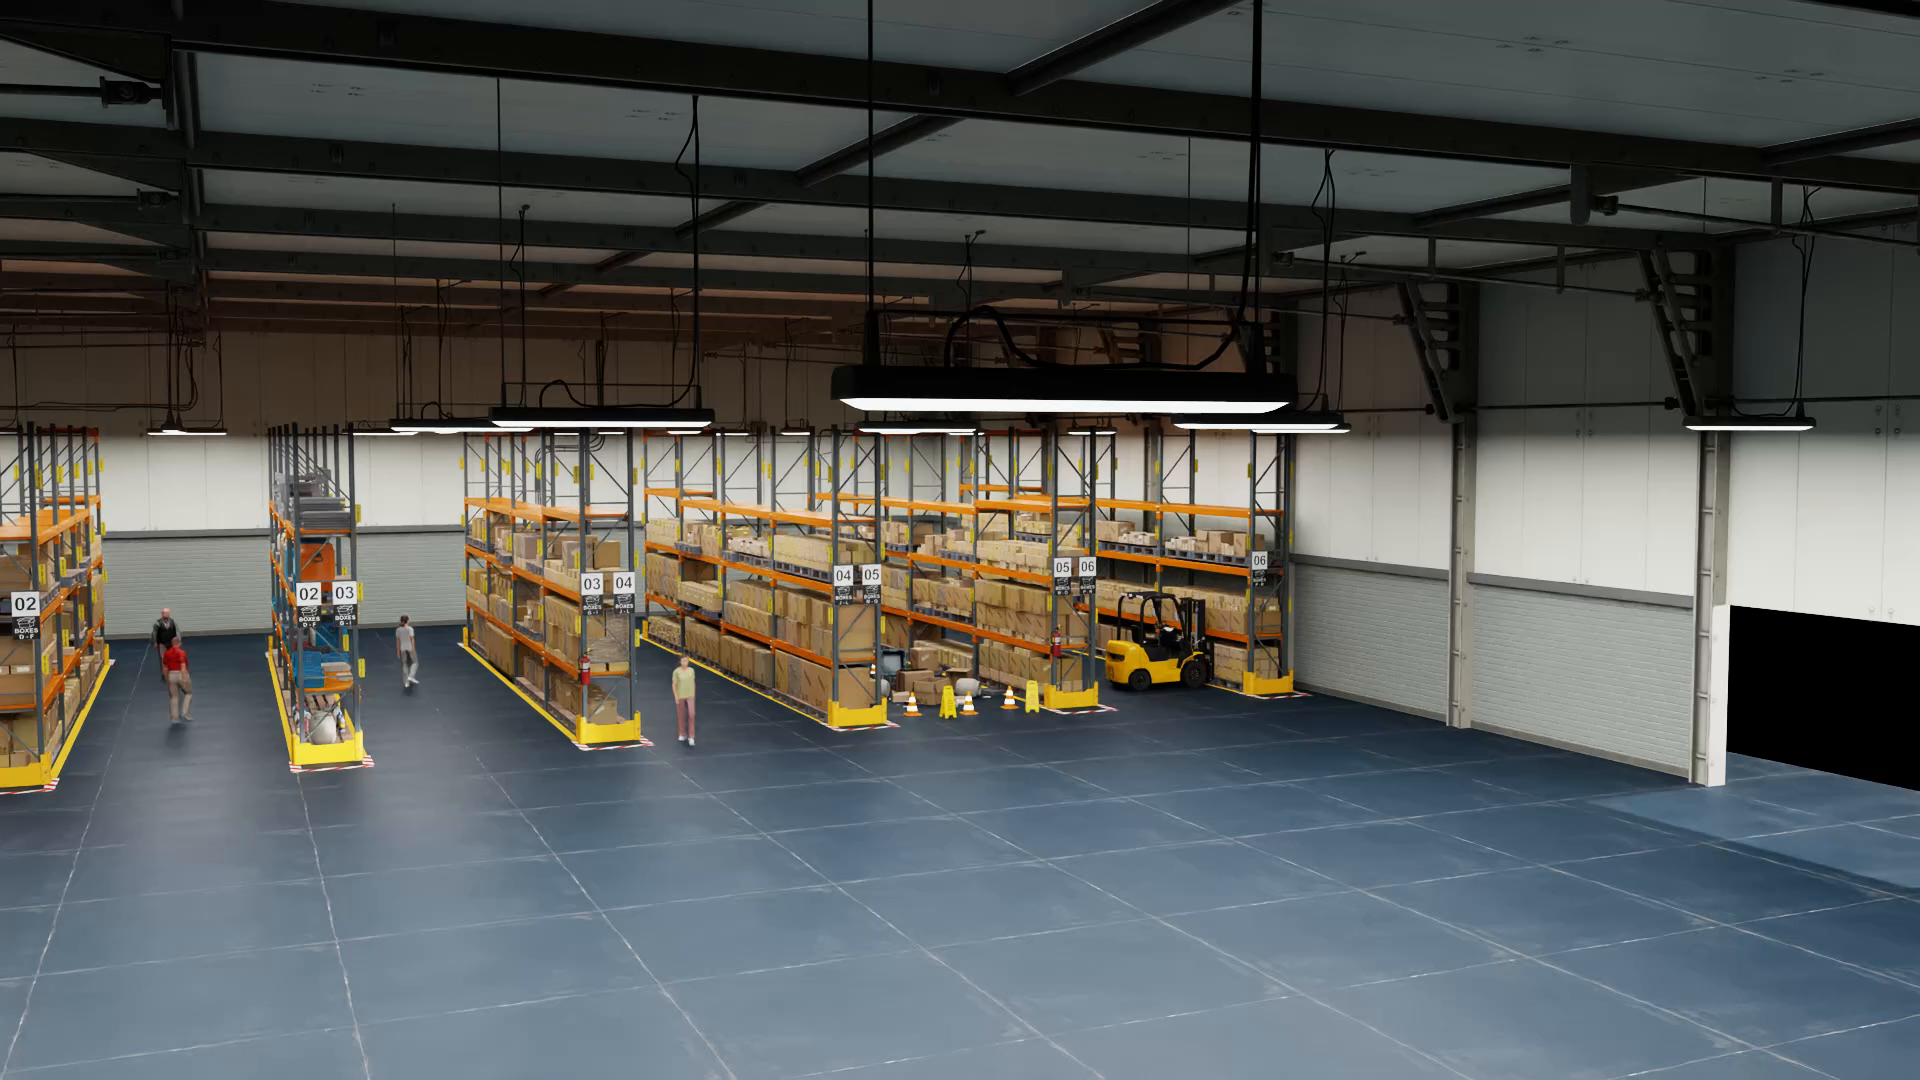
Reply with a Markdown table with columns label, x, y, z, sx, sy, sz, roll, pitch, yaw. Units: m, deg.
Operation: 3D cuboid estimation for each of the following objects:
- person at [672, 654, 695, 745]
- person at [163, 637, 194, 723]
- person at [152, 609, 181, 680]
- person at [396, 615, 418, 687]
| label | x | y | z | sx | sy | sz | roll | pitch | yaw |
| --- | --- | --- | --- | --- | --- | --- | --- | --- | --- |
| person | -5.179 | 2.976 | 31.264 | 0.458 | 1.671 | 0.689 | -1 | 4 | -18 |
| person | -15.737 | 2.819 | 33.431 | 0.560 | 1.728 | 0.526 | -1 | 4 | -10 |
| person | -18.850 | 2.558 | 39.520 | 0.629 | 1.474 | 1.068 | -2 | 4 | -26 |
| person | -12.704 | 2.550 | 38.177 | 0.506 | 1.652 | 0.490 | -1 | 4 | -9 |
